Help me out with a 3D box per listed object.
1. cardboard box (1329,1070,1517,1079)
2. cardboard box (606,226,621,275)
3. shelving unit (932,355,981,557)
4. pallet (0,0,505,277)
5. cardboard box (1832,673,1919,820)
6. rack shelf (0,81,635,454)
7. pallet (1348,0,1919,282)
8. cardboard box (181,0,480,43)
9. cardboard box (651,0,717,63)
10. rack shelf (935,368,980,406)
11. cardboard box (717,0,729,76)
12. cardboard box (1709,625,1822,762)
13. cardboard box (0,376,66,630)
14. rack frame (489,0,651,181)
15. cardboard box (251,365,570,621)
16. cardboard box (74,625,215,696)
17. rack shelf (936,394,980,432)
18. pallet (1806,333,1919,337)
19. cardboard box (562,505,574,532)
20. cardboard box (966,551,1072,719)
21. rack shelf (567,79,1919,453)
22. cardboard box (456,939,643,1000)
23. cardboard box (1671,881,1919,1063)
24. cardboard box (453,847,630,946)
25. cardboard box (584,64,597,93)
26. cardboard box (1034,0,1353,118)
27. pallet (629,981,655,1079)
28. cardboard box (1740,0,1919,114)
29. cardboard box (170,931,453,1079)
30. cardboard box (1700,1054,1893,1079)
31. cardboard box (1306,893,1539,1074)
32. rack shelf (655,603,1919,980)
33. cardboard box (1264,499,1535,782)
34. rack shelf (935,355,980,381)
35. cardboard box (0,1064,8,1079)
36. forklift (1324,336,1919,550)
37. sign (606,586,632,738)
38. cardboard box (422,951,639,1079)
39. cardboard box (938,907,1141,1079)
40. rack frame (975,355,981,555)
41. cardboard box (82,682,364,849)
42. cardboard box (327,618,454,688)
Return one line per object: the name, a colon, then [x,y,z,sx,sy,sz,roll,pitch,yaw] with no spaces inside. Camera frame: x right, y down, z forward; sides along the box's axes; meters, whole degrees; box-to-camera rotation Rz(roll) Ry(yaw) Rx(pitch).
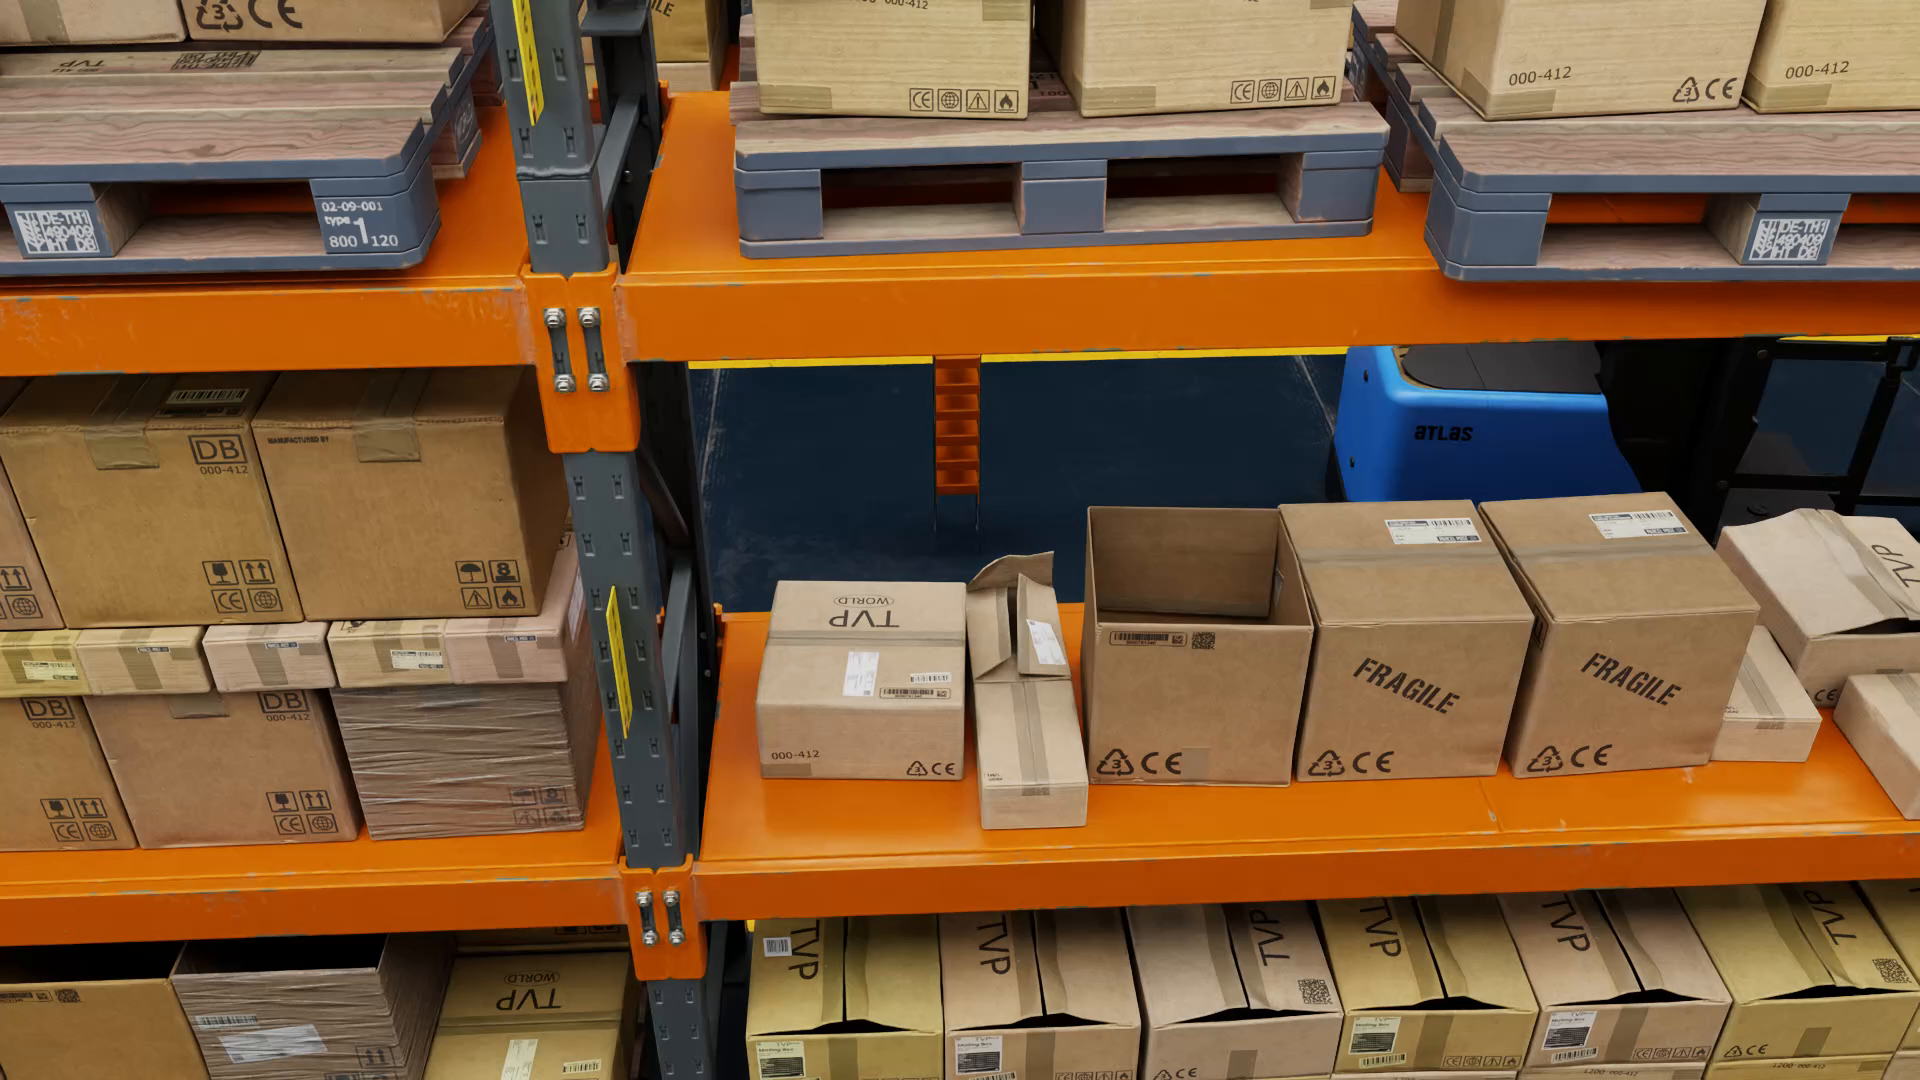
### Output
cardboard box: [1.224,1.373,4.677,0.500,0.250,0.500,-1,35,-1]
cardboard box: [-2.000,-1.591,8.723,0.500,0.500,0.500,-4,35,-6]
shelving unit: [-0.014,-0.493,6.908,0.189,1.200,0.258,-2,35,-2]
pallet: [-1.578,-0.832,3.259,1.213,0.211,1.003,-2,35,-2]
cardboard box: [2.383,0.504,4.107,0.250,0.149,0.380,-2,35,-2]
rack shelf: [-2.725,-0.557,3.415,4.000,0.370,1.077,-2,35,-2]
pallet: [1.478,-0.836,3.352,1.213,0.211,1.003,0,35,0]
cardboard box: [-1.243,-1.314,3.297,0.500,0.500,0.500,1,35,2]
cardboard box: [-1.423,-2.555,7.762,0.500,0.500,0.500,-2,35,-2]
rack shelf: [-0.014,-0.654,6.797,0.180,0.103,0.258,-2,35,-2]
cardboard box: [-1.445,-2.545,8.405,0.500,0.250,0.500,-1,35,-2]
cardboard box: [1.997,0.389,4.273,0.250,0.149,0.380,1,35,1]
cardboard box: [-2.175,-0.205,3.682,0.500,0.500,0.700,-2,35,-2]
rack frame: [-0.727,-2.140,2.435,0.127,3.000,1.000,-2,35,-2]
cardboard box: [-1.170,-0.232,3.722,0.500,0.500,0.700,-1,35,-2]
cardboard box: [-1.759,0.170,3.711,0.250,0.149,0.380,-2,35,-2]
rack shelf: [-0.014,-0.555,6.865,0.180,0.103,0.258,-2,35,-2]
pallet: [5.037,-1.460,9.174,1.213,0.211,1.003,-2,35,-2]
cardboard box: [-1.004,-0.084,4.077,0.250,0.149,0.380,-2,35,-2]
cardboard box: [0.143,0.254,4.365,0.258,0.266,0.396,-2,35,-3]
rack shelf: [1.271,-0.665,3.571,4.000,0.370,1.077,-2,35,-2]
cardboard box: [-1.204,1.125,5.036,0.500,0.250,0.500,-2,35,-2]
cardboard box: [2.238,1.118,4.553,0.500,0.311,0.500,-2,35,-3]
cardboard box: [-1.205,0.811,4.831,0.500,0.500,0.500,-2,35,-2]
cardboard box: [-1.922,-2.242,7.967,0.500,0.250,0.500,-1,35,-2]
cardboard box: [0.438,-1.045,3.251,0.500,0.250,0.500,-5,35,-7]
pallet: [-1.523,1.471,4.939,1.213,0.211,1.003,-2,35,-2]
cardboard box: [1.723,-1.048,3.255,0.500,0.250,0.500,-2,35,-3]
cardboard box: [-1.680,1.120,4.384,0.500,0.500,0.500,-2,35,-2]
cardboard box: [2.240,1.346,4.717,0.500,0.250,0.500,-2,35,-3]
cardboard box: [1.233,1.143,4.518,0.500,0.311,0.500,-1,35,-1]
rack shelf: [1.271,0.569,4.424,4.000,0.370,1.077,-2,35,-2]
cardboard box: [1.068,0.247,4.170,0.500,0.500,0.500,-1,35,-2]
rack shelf: [-0.014,-0.752,6.728,0.180,0.103,0.258,-2,35,-2]
cardboard box: [-2.678,1.157,4.330,0.500,0.500,0.500,-2,35,-2]
forklift: [3.121,-1.092,6.252,3.031,2.935,1.130,2,35,3]
sign: [-0.699,0.254,3.417,0.005,0.325,0.100,-2,35,-2]
cardboard box: [-1.180,1.422,4.607,0.500,0.250,0.500,-2,35,-2]
cardboard box: [0.198,1.174,4.472,0.500,0.311,0.500,-2,35,-3]
rack frame: [0.077,-0.495,6.912,0.006,1.200,0.240,-2,35,-2]
cardboard box: [-1.696,0.319,4.065,0.500,0.500,0.700,-2,35,-3]
cardboard box: [-1.235,0.154,3.734,0.250,0.149,0.380,-2,35,-3]
